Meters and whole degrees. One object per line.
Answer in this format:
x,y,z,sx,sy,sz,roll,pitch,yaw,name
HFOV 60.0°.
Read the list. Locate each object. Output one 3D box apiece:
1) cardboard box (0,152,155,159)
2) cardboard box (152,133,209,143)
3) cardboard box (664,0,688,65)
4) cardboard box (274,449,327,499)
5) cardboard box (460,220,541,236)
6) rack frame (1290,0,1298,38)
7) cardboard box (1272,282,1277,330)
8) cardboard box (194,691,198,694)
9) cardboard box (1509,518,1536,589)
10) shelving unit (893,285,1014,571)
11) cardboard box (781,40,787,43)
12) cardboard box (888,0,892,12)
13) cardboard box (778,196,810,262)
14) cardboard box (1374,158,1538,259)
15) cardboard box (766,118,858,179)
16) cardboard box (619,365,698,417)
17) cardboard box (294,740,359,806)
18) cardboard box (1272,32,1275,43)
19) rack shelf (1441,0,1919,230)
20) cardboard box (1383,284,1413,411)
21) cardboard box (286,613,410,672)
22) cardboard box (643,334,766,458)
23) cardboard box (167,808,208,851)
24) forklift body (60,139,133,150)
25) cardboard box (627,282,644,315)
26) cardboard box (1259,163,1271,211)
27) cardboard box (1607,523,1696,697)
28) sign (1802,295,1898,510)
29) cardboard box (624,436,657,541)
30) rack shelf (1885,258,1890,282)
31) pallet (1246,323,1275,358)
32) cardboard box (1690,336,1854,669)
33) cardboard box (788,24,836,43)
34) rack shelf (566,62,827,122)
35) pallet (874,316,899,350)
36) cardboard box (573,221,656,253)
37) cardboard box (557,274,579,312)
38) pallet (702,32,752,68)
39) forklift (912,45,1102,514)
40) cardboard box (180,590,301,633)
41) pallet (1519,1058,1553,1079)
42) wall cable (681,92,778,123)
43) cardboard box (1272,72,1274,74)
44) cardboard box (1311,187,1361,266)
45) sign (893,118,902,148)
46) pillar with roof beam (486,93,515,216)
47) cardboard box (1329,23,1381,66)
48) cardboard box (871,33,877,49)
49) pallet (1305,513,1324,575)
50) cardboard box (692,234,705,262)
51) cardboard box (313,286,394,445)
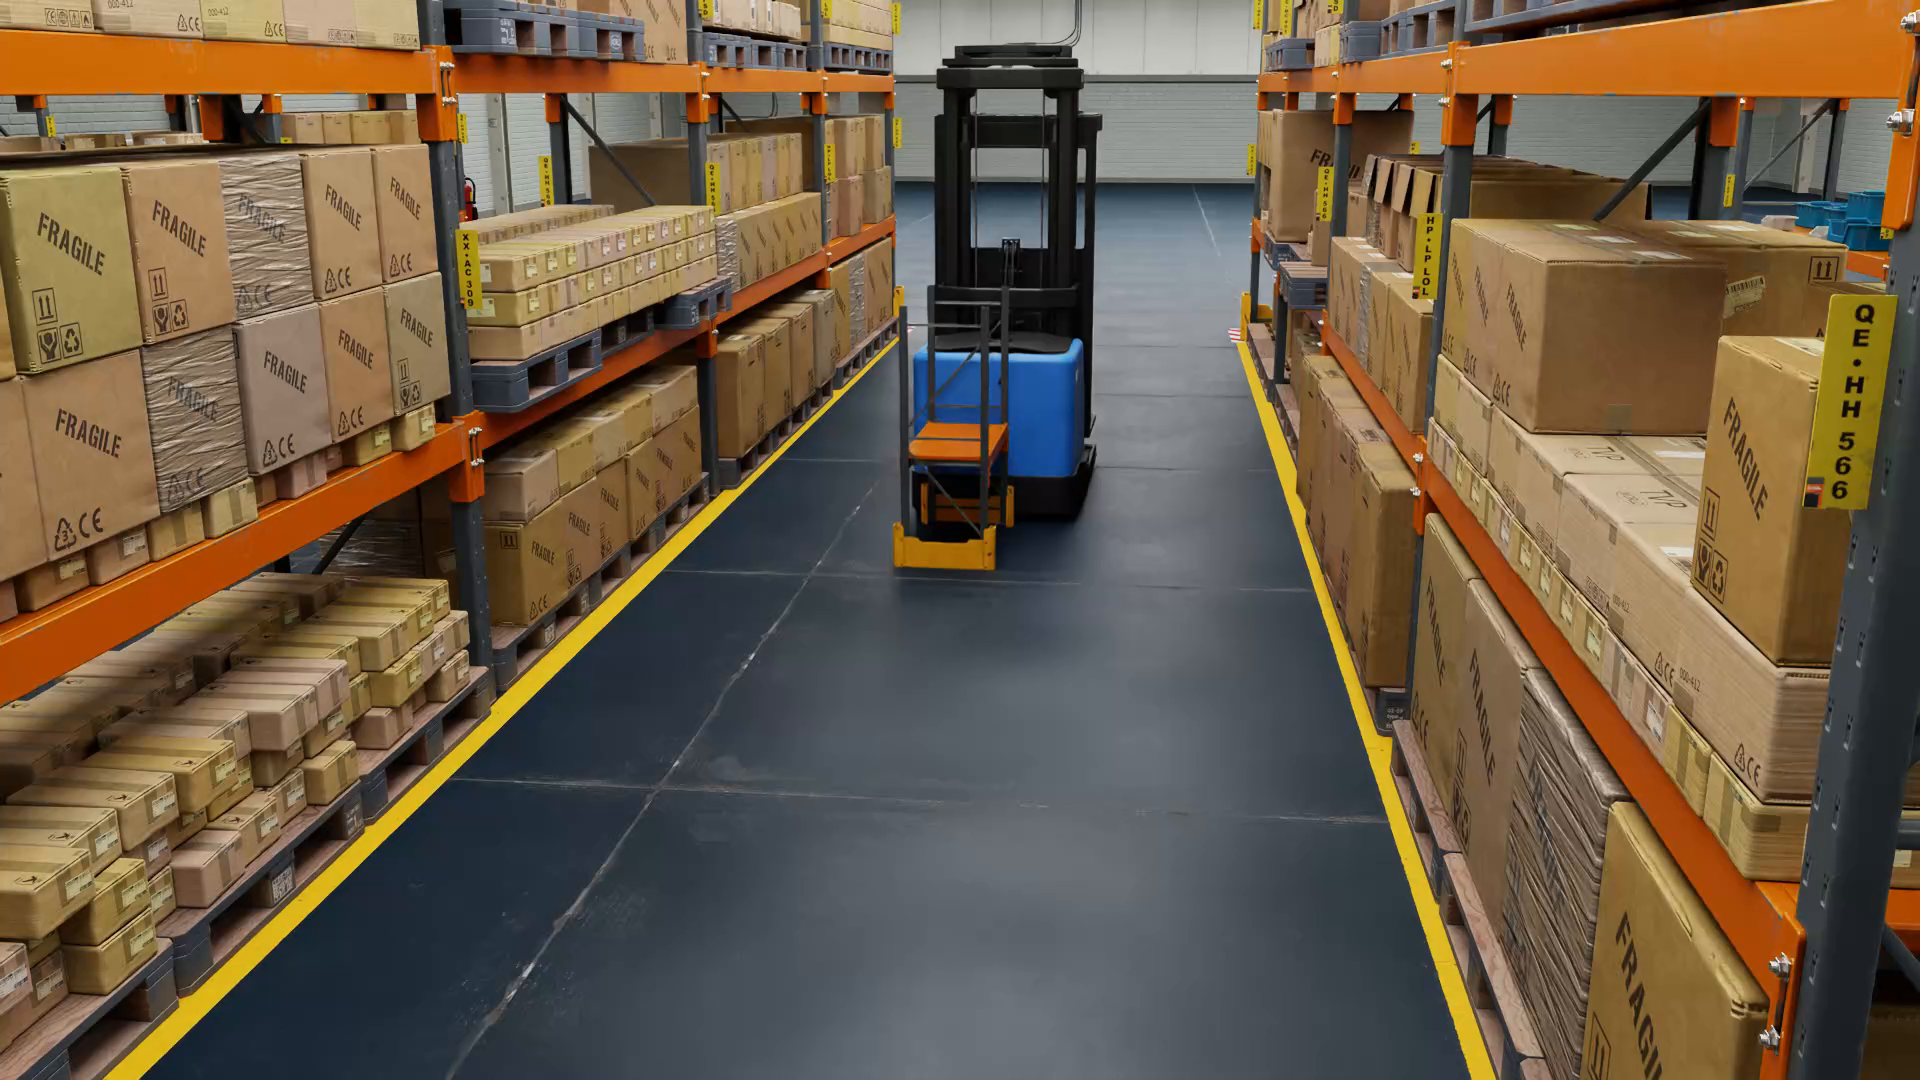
-3.010,-1.022,5.518,0.500,0.500,0.500,2,15,7,cardboard box
-6.506,-3.319,13.880,0.380,0.149,0.250,1,15,5,cardboard box
-1.947,-3.100,9.942,0.500,0.500,0.500,2,15,6,cardboard box
-2.451,-0.245,5.801,0.380,0.149,0.250,1,15,4,cardboard box
-2.526,-1.673,9.139,0.380,0.149,0.250,2,15,8,cardboard box
3.233,-5.520,13.338,1.000,3.000,0.127,2,15,6,rack frame
3.597,-2.497,17.632,0.500,0.500,0.500,5,16,17,cardboard box
-2.910,0.595,6.302,0.380,0.149,0.250,1,15,3,cardboard box
1.792,0.043,4.738,0.380,0.149,0.250,1,15,5,cardboard box
-0.021,-0.694,9.855,0.587,1.500,1.083,2,15,8,shelving unit
-1.846,-4.742,15.690,0.380,0.149,0.250,2,15,7,cardboard box
-0.933,-5.699,17.704,0.380,0.149,0.250,2,15,7,cardboard box
-1.534,-2.571,13.731,0.500,0.500,0.500,2,15,6,cardboard box
2.607,-1.761,8.816,0.797,0.503,0.637,2,15,8,cardboard box
-1.464,-3.767,15.991,0.875,0.550,0.550,2,15,6,cardboard box
-1.952,-0.932,10.411,0.500,0.250,0.500,1,15,5,cardboard box
-2.409,0.832,5.997,0.380,0.149,0.250,2,15,6,cardboard box
3.259,-4.900,16.315,0.380,0.149,0.250,2,15,6,cardboard box
2.105,-1.132,4.232,1.077,0.370,4.000,2,15,6,rack shelf
2.175,-0.855,7.387,0.500,0.500,0.500,2,15,8,cardboard box
-2.378,0.397,6.466,0.380,0.149,0.250,2,15,6,cardboard box
-1.977,-1.031,11.735,1.050,0.750,0.750,1,15,5,cardboard box
-2.635,0.875,5.266,0.380,0.149,0.250,2,15,9,cardboard box
-9.496,-3.144,17.668,2.313,2.155,1.214,2,15,6,forklift body
-1.911,-1.296,8.885,0.380,0.149,0.250,1,15,4,cardboard box
3.595,-3.712,17.382,0.875,0.500,0.500,2,15,6,cardboard box
1.728,0.152,3.572,0.500,0.250,0.500,1,15,5,cardboard box
1.342,-0.205,2.502,0.100,0.325,0.005,2,15,6,sign
-2.055,-0.305,9.527,0.500,0.500,0.500,1,15,4,cardboard box
7.929,-1.613,11.757,1.077,0.370,4.000,2,15,6,rack shelf
3.549,-2.086,17.474,1.003,0.211,1.213,2,15,6,pallet
1.673,-0.079,2.990,0.500,0.500,0.500,2,15,7,cardboard box
-1.305,-4.459,14.644,0.380,0.149,0.250,1,15,5,cardboard box
-1.909,-3.379,12.543,1.077,0.370,4.000,2,15,6,rack shelf
-1.245,-2.278,18.184,1.003,0.211,1.213,2,15,6,pallet
-1.883,-1.652,9.062,0.380,0.149,0.250,2,15,9,cardboard box
-2.029,-1.170,7.849,0.380,0.149,0.250,2,15,8,cardboard box
-2.115,-3.285,11.178,1.213,0.211,1.003,2,15,9,pallet
0.405,-1.913,11.621,1.130,2.935,3.031,2,15,8,forklift
-2.921,0.317,6.759,0.380,0.149,0.250,2,15,9,cardboard box
1.892,1.624,3.751,1.003,0.211,1.213,2,15,6,pallet
-7.037,-13.848,50.084,3.097,2.526,0.112,2,15,6,wall cable
3.208,-4.523,15.682,0.500,0.250,0.500,2,15,8,cardboard box
2.767,-2.127,11.285,0.700,0.500,0.500,4,16,15,cardboard box
-0.695,-4.488,18.341,0.100,0.325,0.005,2,15,6,sign
-5.760,-11.383,35.018,9.100,9.000,0.400,2,15,6,pillar with roof beam
2.592,-3.093,10.395,0.500,0.250,0.500,2,15,6,cardboard box
-1.048,-5.052,16.836,0.380,0.149,0.250,1,15,5,cardboard box
2.618,-0.039,9.901,1.003,0.211,1.213,2,15,6,pallet
-1.767,-1.774,10.081,0.380,0.149,0.250,2,15,8,cardboard box
-2.420,-0.645,6.041,0.500,0.500,0.500,1,15,5,cardboard box
